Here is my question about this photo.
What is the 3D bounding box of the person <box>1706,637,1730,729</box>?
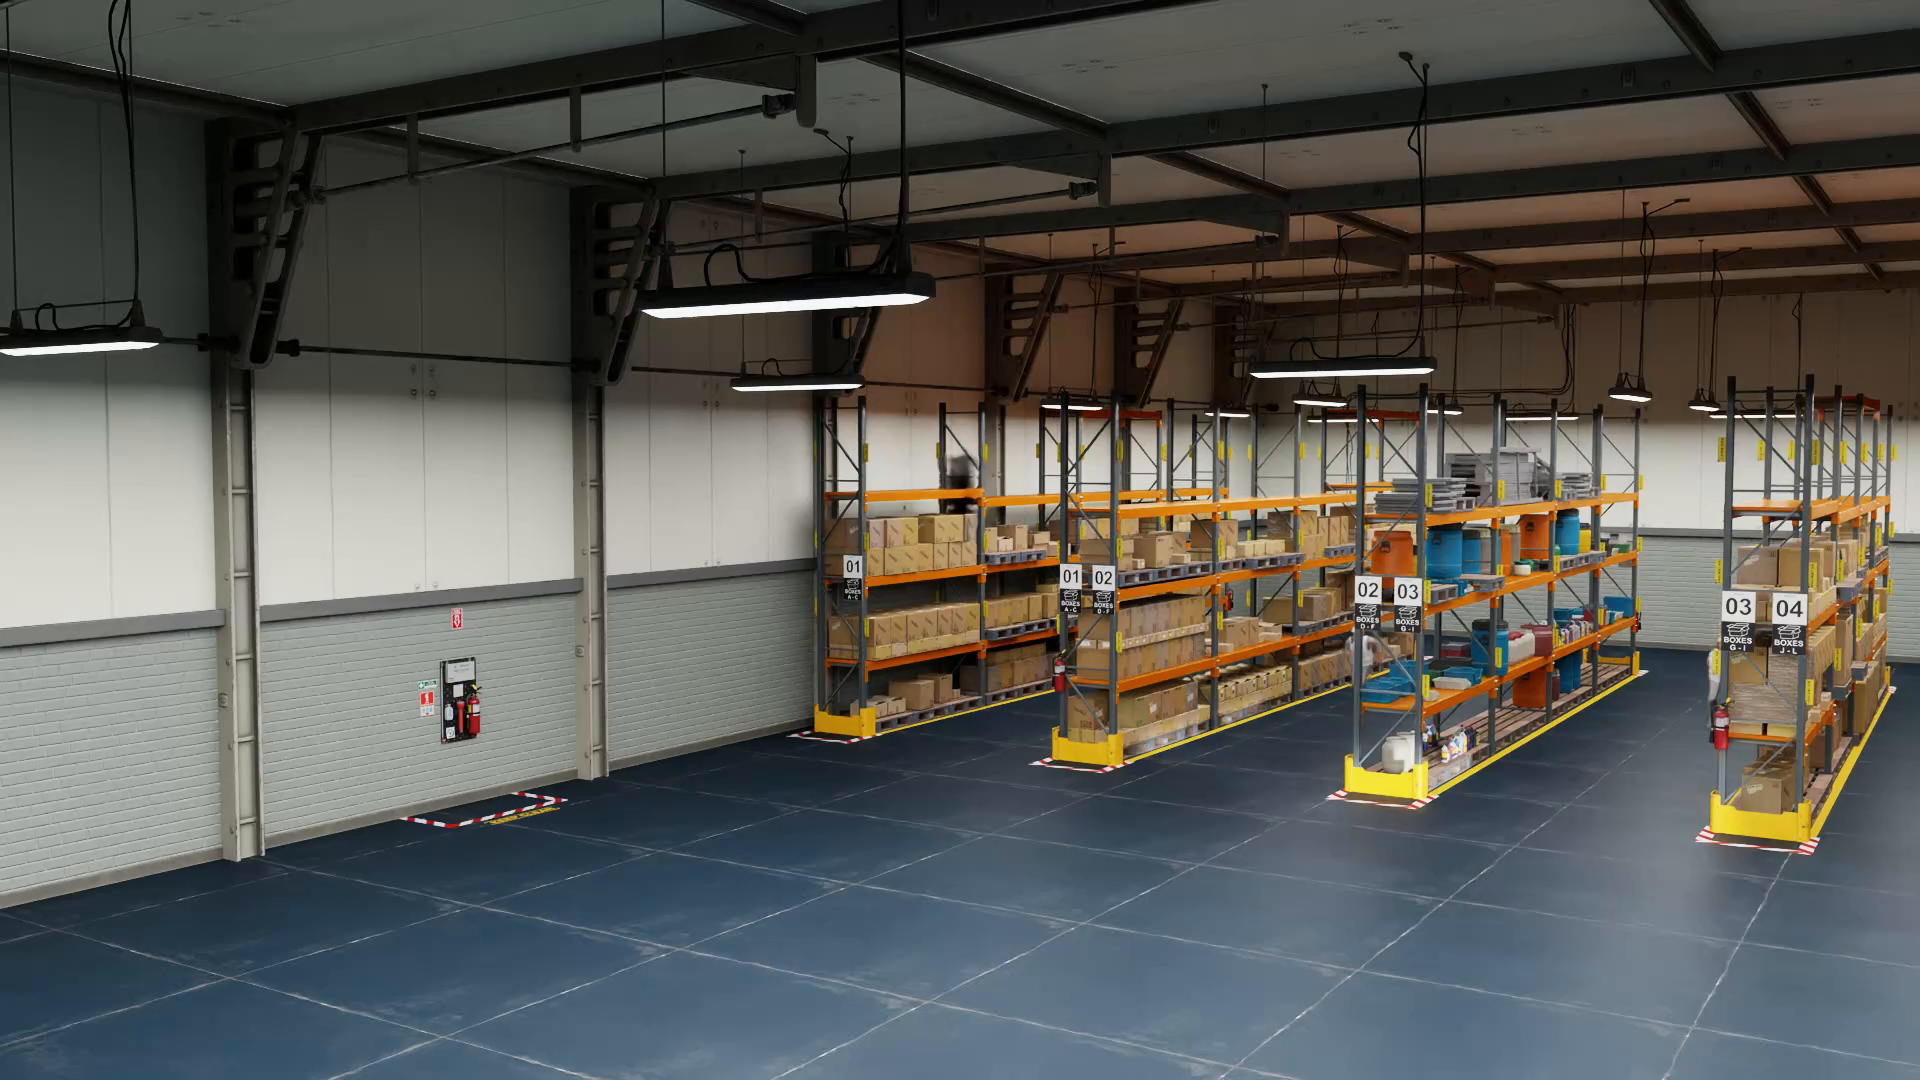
[{"bbox_3d":[13.852,2.599,30.204,0.586,1.702,0.725,2,4,34],"label":"person"}]

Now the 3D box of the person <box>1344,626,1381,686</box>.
[{"bbox_3d":[7.932,2.458,32.791,0.690,1.622,0.915,1,3,25],"label":"person"}]
